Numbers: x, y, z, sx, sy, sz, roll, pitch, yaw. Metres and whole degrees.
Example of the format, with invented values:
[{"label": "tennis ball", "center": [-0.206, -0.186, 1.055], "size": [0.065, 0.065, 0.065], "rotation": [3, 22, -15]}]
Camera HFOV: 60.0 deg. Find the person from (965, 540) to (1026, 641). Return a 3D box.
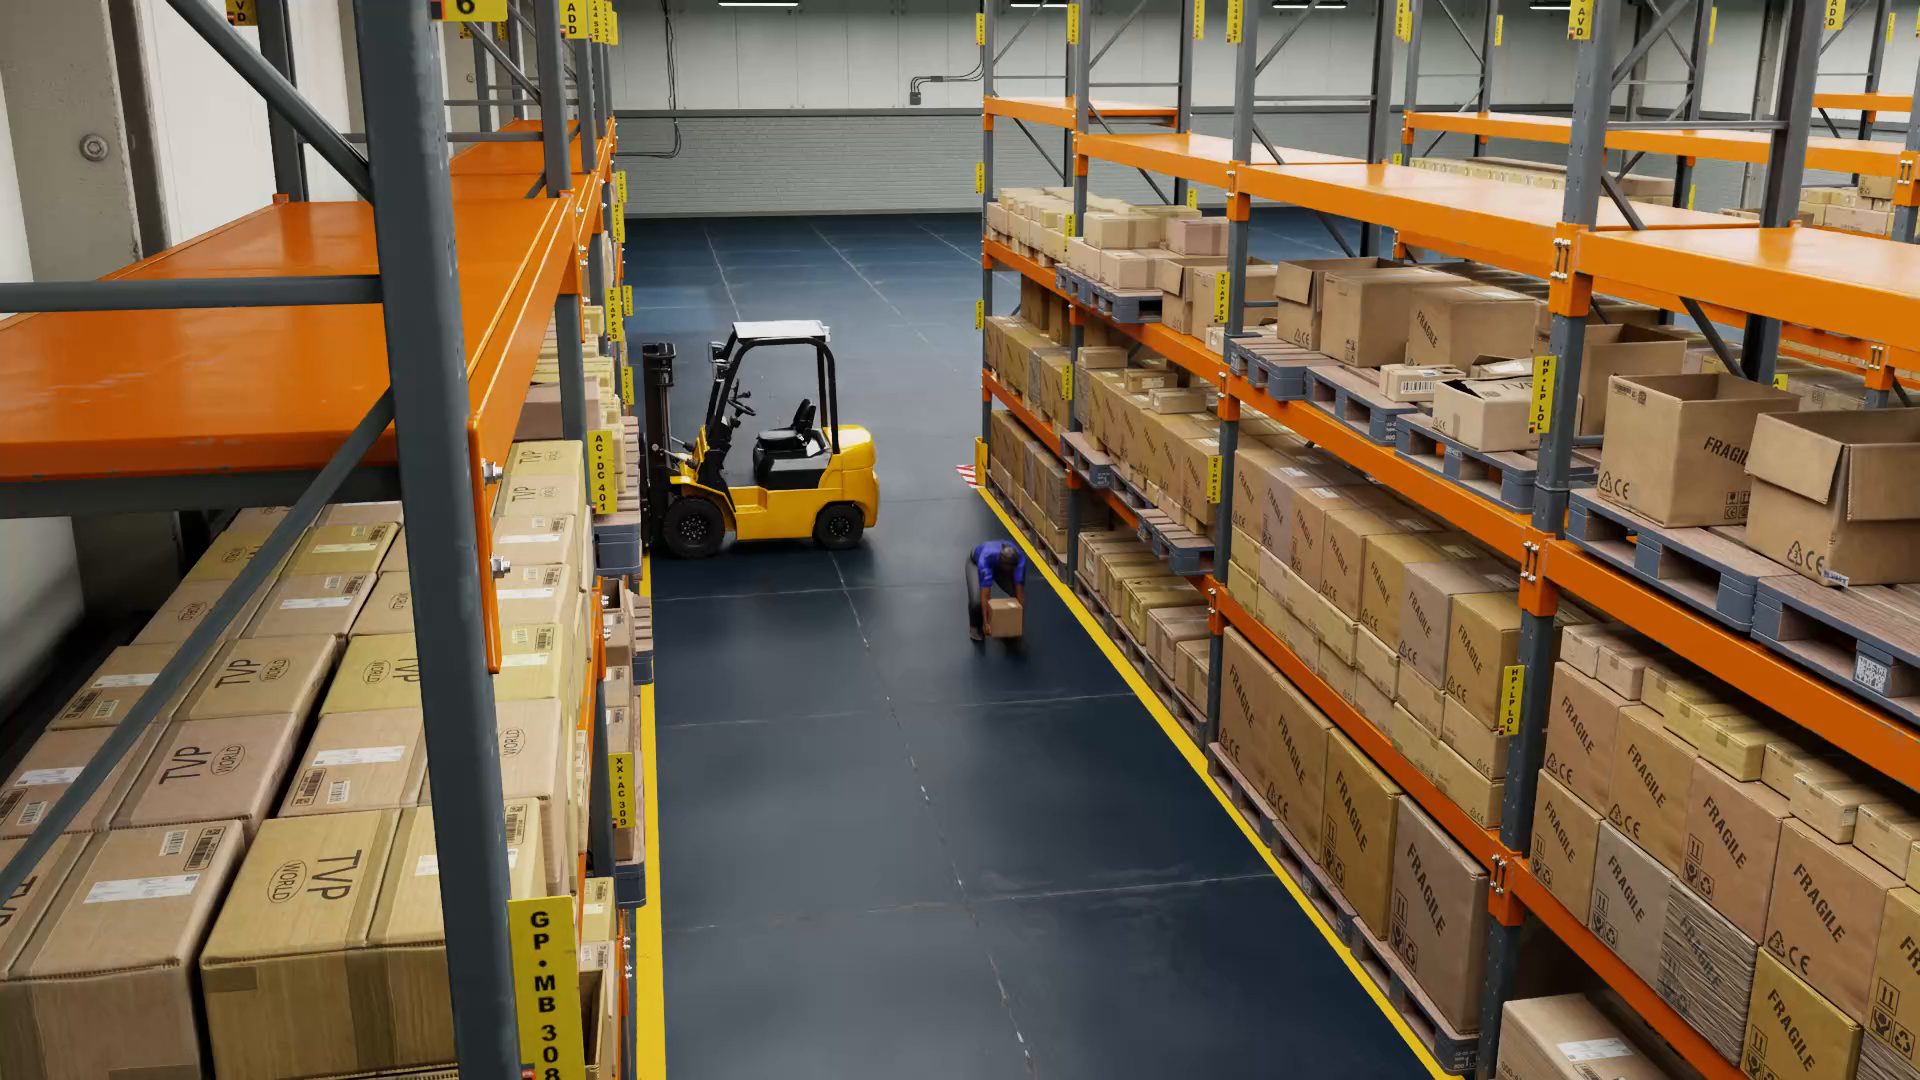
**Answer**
[{"label": "person", "center": [0.309, 0.411, 13.925], "size": [0.472, 0.944, 0.865], "rotation": [-4, 17, -13]}]
